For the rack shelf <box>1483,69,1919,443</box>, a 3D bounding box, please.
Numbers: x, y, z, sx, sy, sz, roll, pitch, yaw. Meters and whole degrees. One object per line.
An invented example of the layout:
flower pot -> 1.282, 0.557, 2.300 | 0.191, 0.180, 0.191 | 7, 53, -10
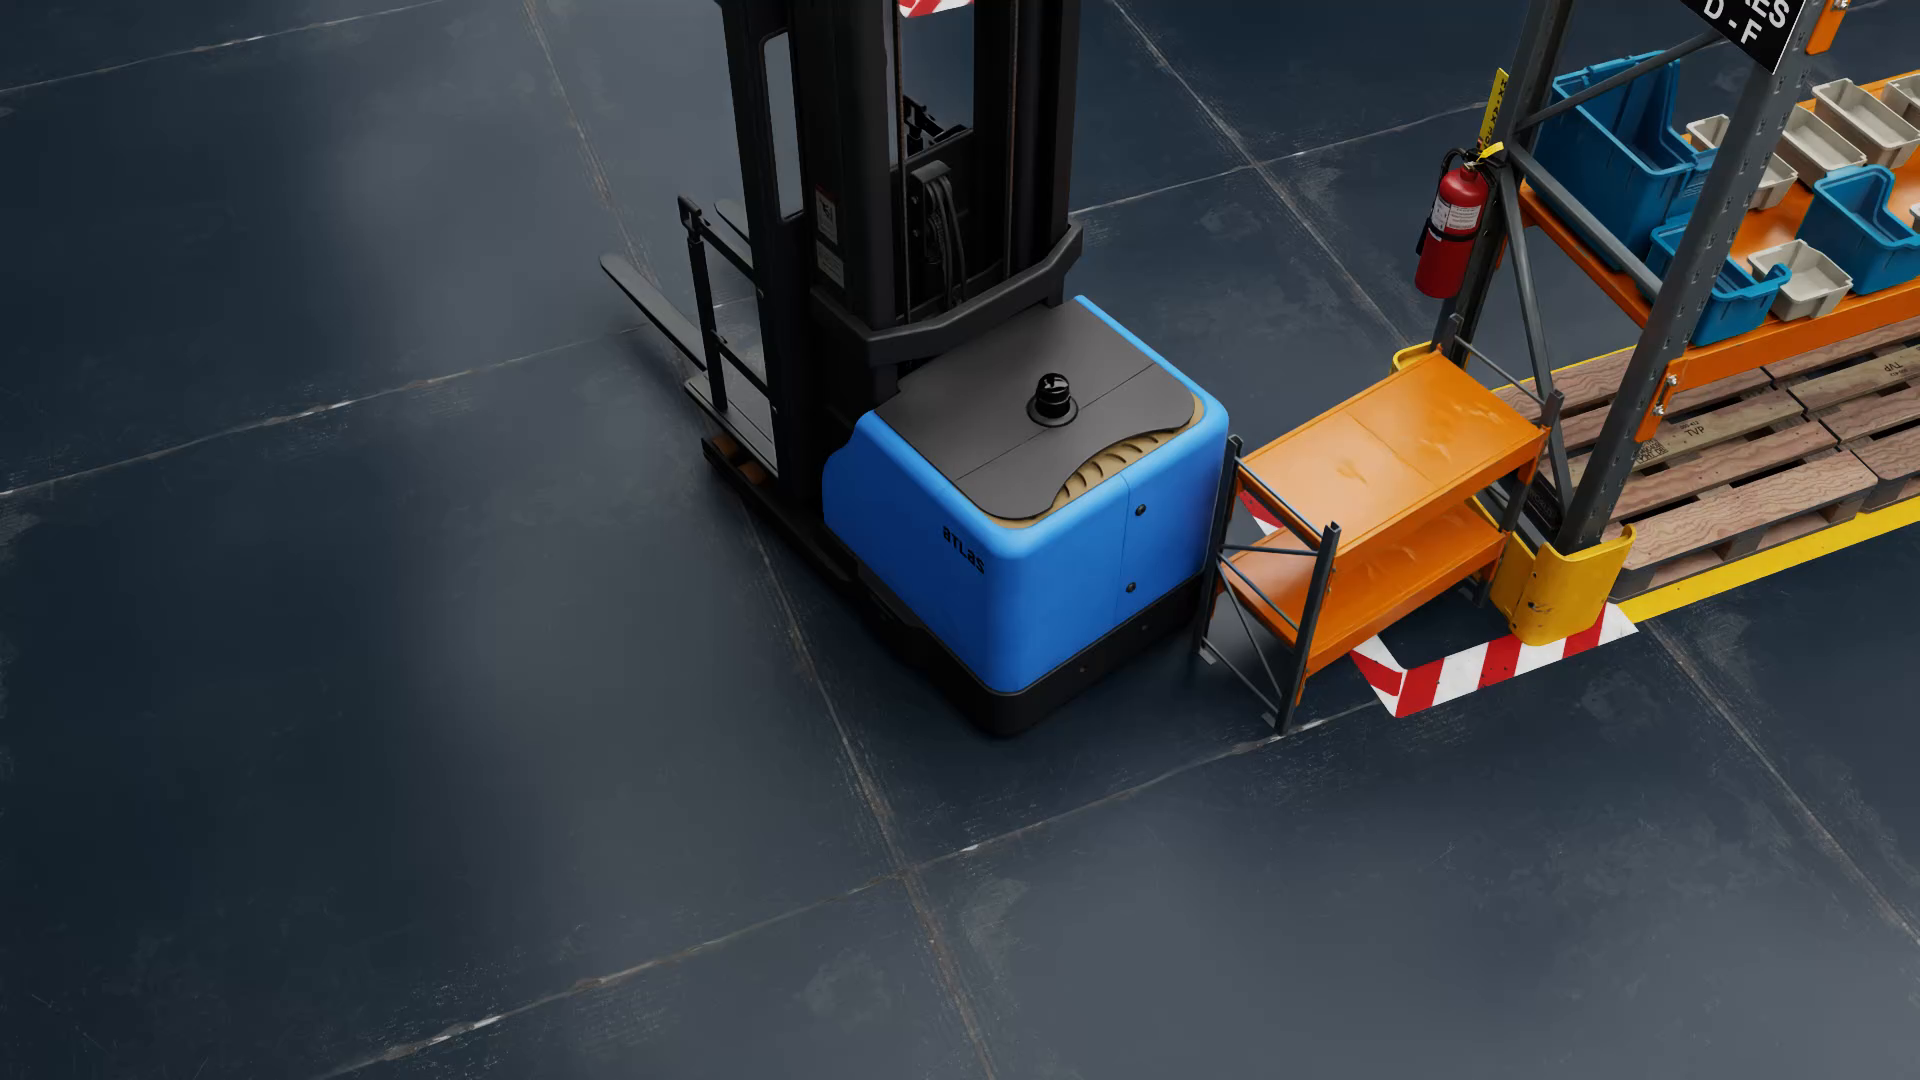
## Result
rack shelf -> 3.933, -1.377, 6.270 | 4.000, 0.370, 1.077 | -17, 52, -14

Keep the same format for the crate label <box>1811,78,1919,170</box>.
crate label -> 3.290, -1.502, 6.038 | 0.243, 0.136, 0.396 | -17, 52, -14

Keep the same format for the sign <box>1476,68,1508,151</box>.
sign -> 1.859, -1.473, 5.771 | 0.005, 0.325, 0.100 | -17, 52, -14

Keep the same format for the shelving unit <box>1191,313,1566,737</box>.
shelving unit -> 1.440, -0.040, 5.884 | 1.048, 1.125, 0.538 | -28, 55, -22

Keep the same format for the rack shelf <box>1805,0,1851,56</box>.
rack shelf -> 3.933, -2.354, 5.132 | 4.000, 0.370, 1.077 | -17, 52, -14

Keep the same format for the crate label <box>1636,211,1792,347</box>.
crate label -> 2.435, -0.842, 5.408 | 0.303, 0.233, 0.416 | -17, 52, -14

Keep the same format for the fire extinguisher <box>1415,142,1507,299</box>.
fire extinguisher -> 1.770, -1.167, 5.912 | 0.183, 0.674, 0.296 | -17, 52, -14

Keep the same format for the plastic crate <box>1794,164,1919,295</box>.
plastic crate -> 3.044, -1.031, 5.570 | 0.300, 0.233, 0.416 | -17, 52, -14

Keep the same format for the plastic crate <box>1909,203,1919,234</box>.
plastic crate -> 3.391, -1.039, 5.640 | 0.298, 0.136, 0.250 | -17, 52, -14

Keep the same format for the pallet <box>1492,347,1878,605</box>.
pallet -> 2.860, -0.338, 6.742 | 1.213, 0.211, 1.003 | -17, 52, -14

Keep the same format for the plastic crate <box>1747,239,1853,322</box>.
plastic crate -> 2.763, -0.845, 5.473 | 0.298, 0.136, 0.250 | -17, 52, -14

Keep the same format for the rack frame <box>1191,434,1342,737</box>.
rack frame -> 1.025, 0.182, 5.693 | 0.032, 1.125, 0.500 | -28, 55, -22

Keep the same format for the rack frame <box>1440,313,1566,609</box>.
rack frame -> 1.855, -0.263, 6.075 | 0.032, 1.125, 0.500 | -28, 55, -22

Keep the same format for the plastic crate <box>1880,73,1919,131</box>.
plastic crate -> 3.558, -1.600, 6.122 | 0.250, 0.136, 0.298 | -17, 52, -14

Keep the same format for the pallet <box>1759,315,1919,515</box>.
pallet -> 3.987, -0.686, 7.040 | 1.213, 0.211, 1.003 | -17, 52, -14

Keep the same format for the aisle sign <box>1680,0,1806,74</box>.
aisle sign -> 2.127, -1.655, 4.322 | 0.004, 0.787, 0.394 | -17, 52, -14

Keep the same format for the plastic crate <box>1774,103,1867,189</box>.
plastic crate -> 3.042, -1.405, 5.955 | 0.243, 0.136, 0.396 | -17, 52, -14

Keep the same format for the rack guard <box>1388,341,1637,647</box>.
rack guard -> 2.064, -0.207, 6.439 | 0.348, 0.500, 1.175 | -17, 52, -14

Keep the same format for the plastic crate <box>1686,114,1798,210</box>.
plastic crate -> 2.768, -1.332, 5.892 | 0.243, 0.136, 0.396 | -17, 52, -14

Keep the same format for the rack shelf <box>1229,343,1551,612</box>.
rack shelf -> 1.440, -0.231, 5.662 | 1.000, 0.278, 0.538 | -28, 55, -22

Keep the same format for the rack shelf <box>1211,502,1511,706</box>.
rack shelf -> 1.440, 0.119, 6.069 | 1.000, 0.278, 0.538 | -28, 55, -22

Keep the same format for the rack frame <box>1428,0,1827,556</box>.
rack frame -> 2.082, -1.038, 5.505 | 0.127, 3.000, 1.000 | -17, 52, -14

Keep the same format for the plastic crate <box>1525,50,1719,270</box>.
plastic crate -> 2.321, -1.296, 5.664 | 0.499, 0.435, 0.616 | -17, 52, -14

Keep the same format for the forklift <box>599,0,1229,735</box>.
forklift -> -0.394, -1.327, 5.798 | 1.130, 2.935, 3.031 | -31, 56, -24
